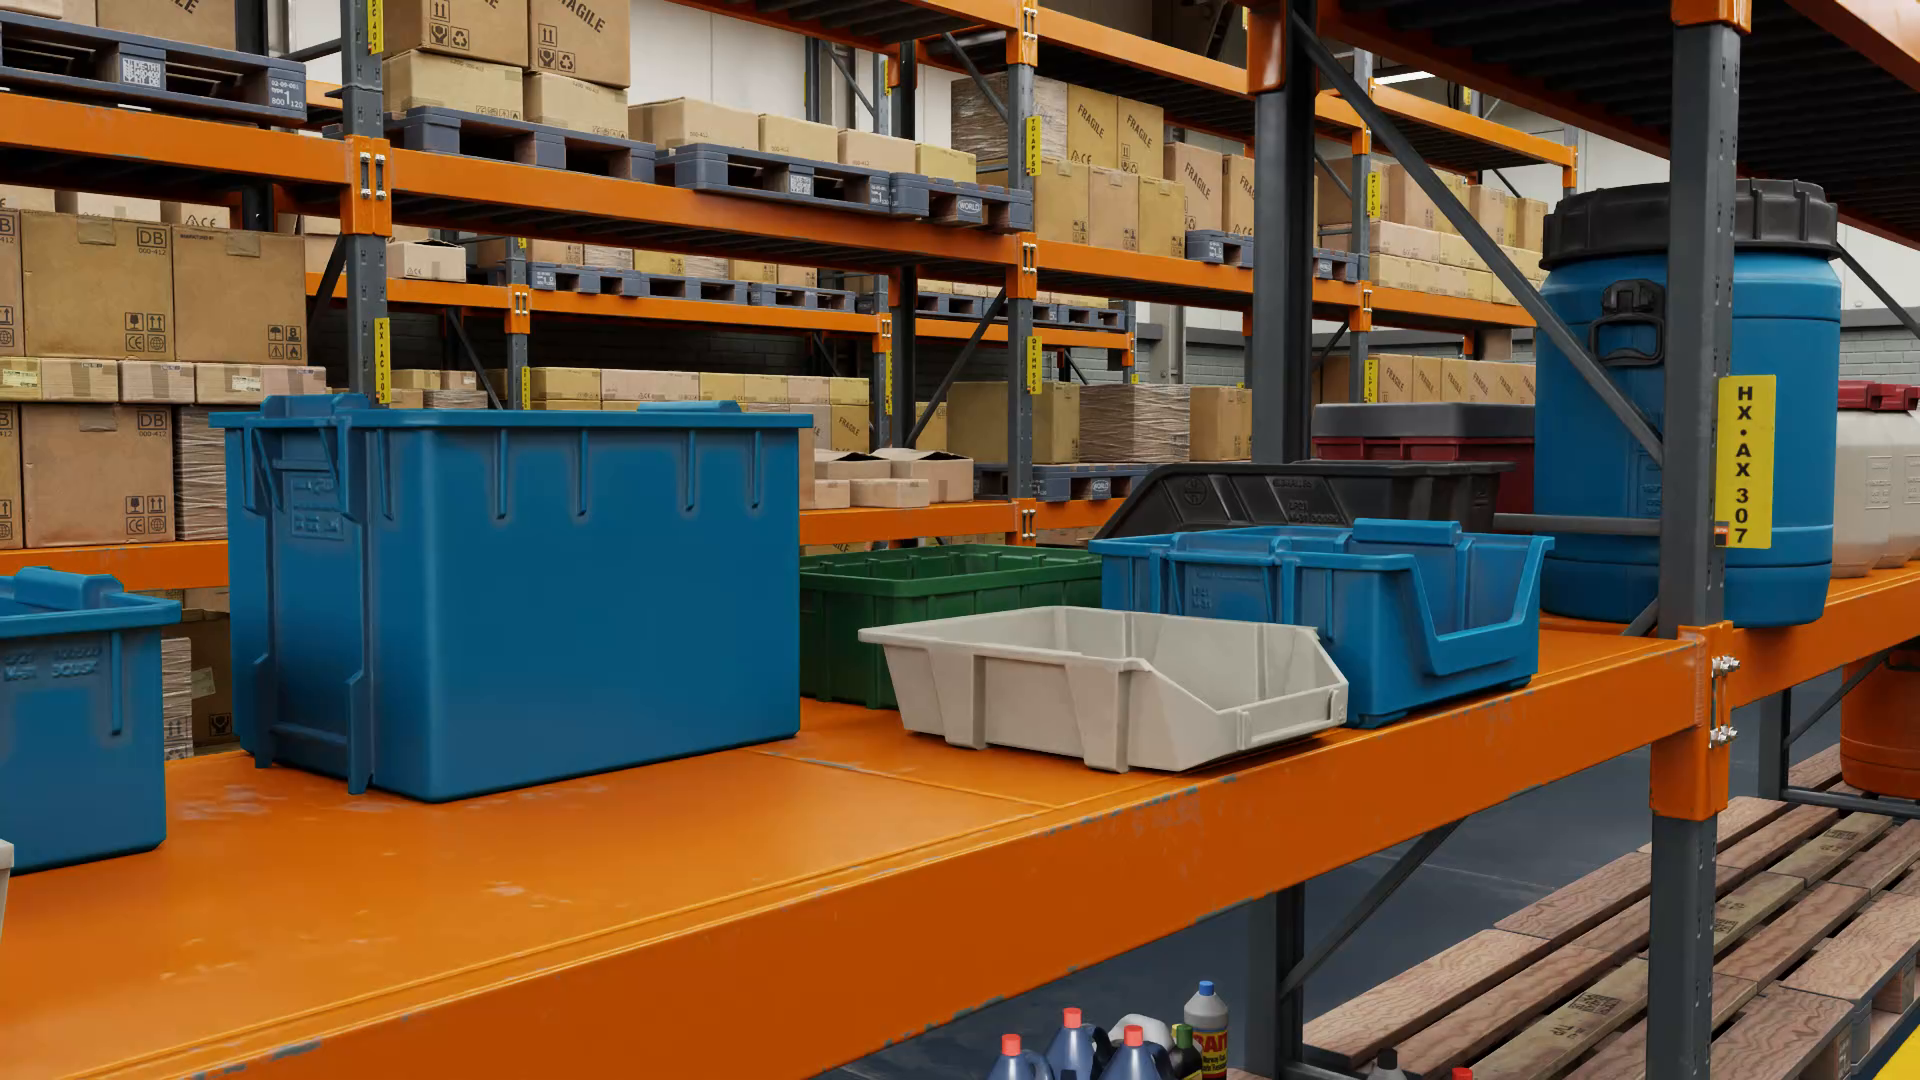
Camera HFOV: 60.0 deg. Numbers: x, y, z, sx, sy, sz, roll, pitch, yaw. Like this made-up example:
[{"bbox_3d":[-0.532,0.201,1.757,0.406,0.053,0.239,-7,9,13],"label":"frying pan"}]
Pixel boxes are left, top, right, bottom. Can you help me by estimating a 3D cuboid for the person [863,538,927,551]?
[{"bbox_3d":[-0.567,0.131,14.366,0.493,1.304,0.683,3,5,41],"label":"person"}]
